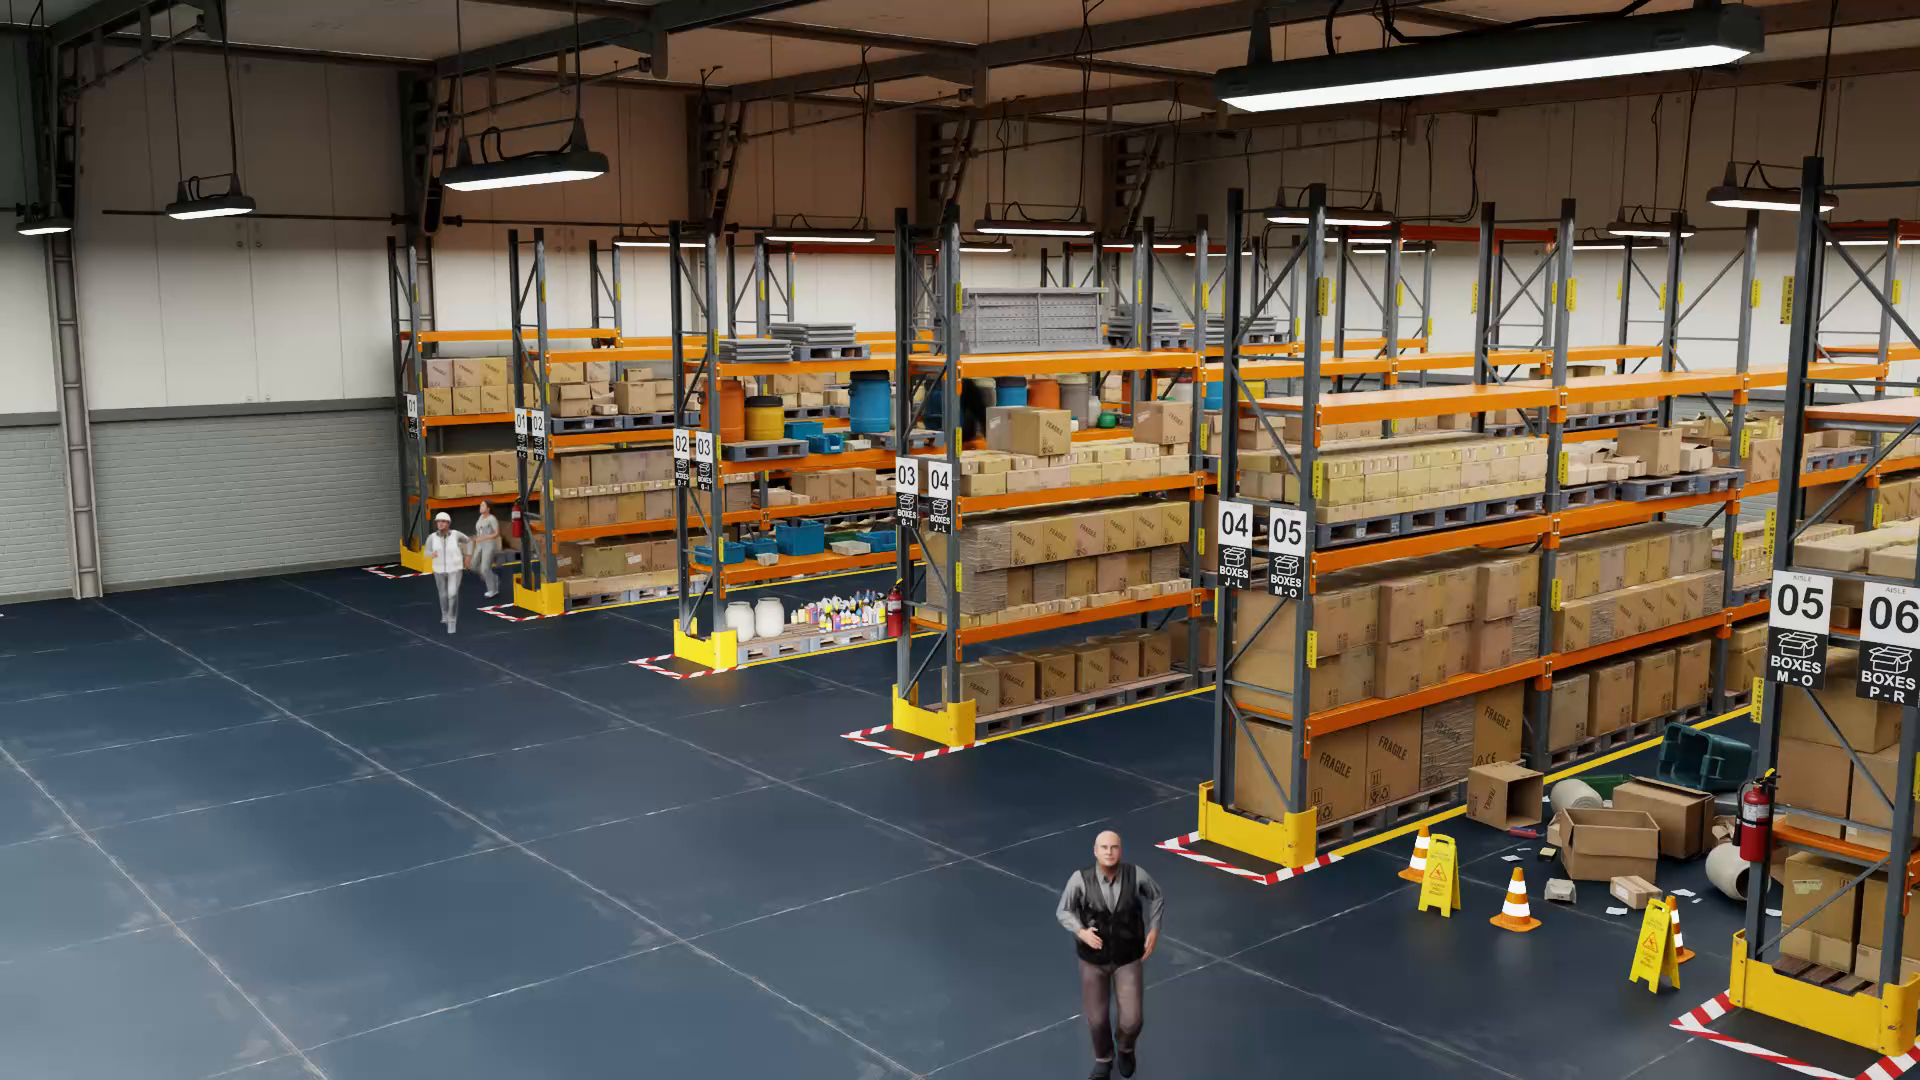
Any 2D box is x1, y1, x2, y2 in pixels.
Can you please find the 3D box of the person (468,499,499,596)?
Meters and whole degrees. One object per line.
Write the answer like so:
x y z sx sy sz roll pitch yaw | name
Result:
-7.847 0.143 27.536 0.609 1.613 0.502 8 12 42 | person

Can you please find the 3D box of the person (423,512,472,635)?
-7.664 0.475 24.926 0.662 1.823 0.900 -1 9 -5 | person

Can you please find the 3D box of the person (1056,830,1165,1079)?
0.967 2.700 10.659 0.711 1.692 0.583 0 9 2 | person
